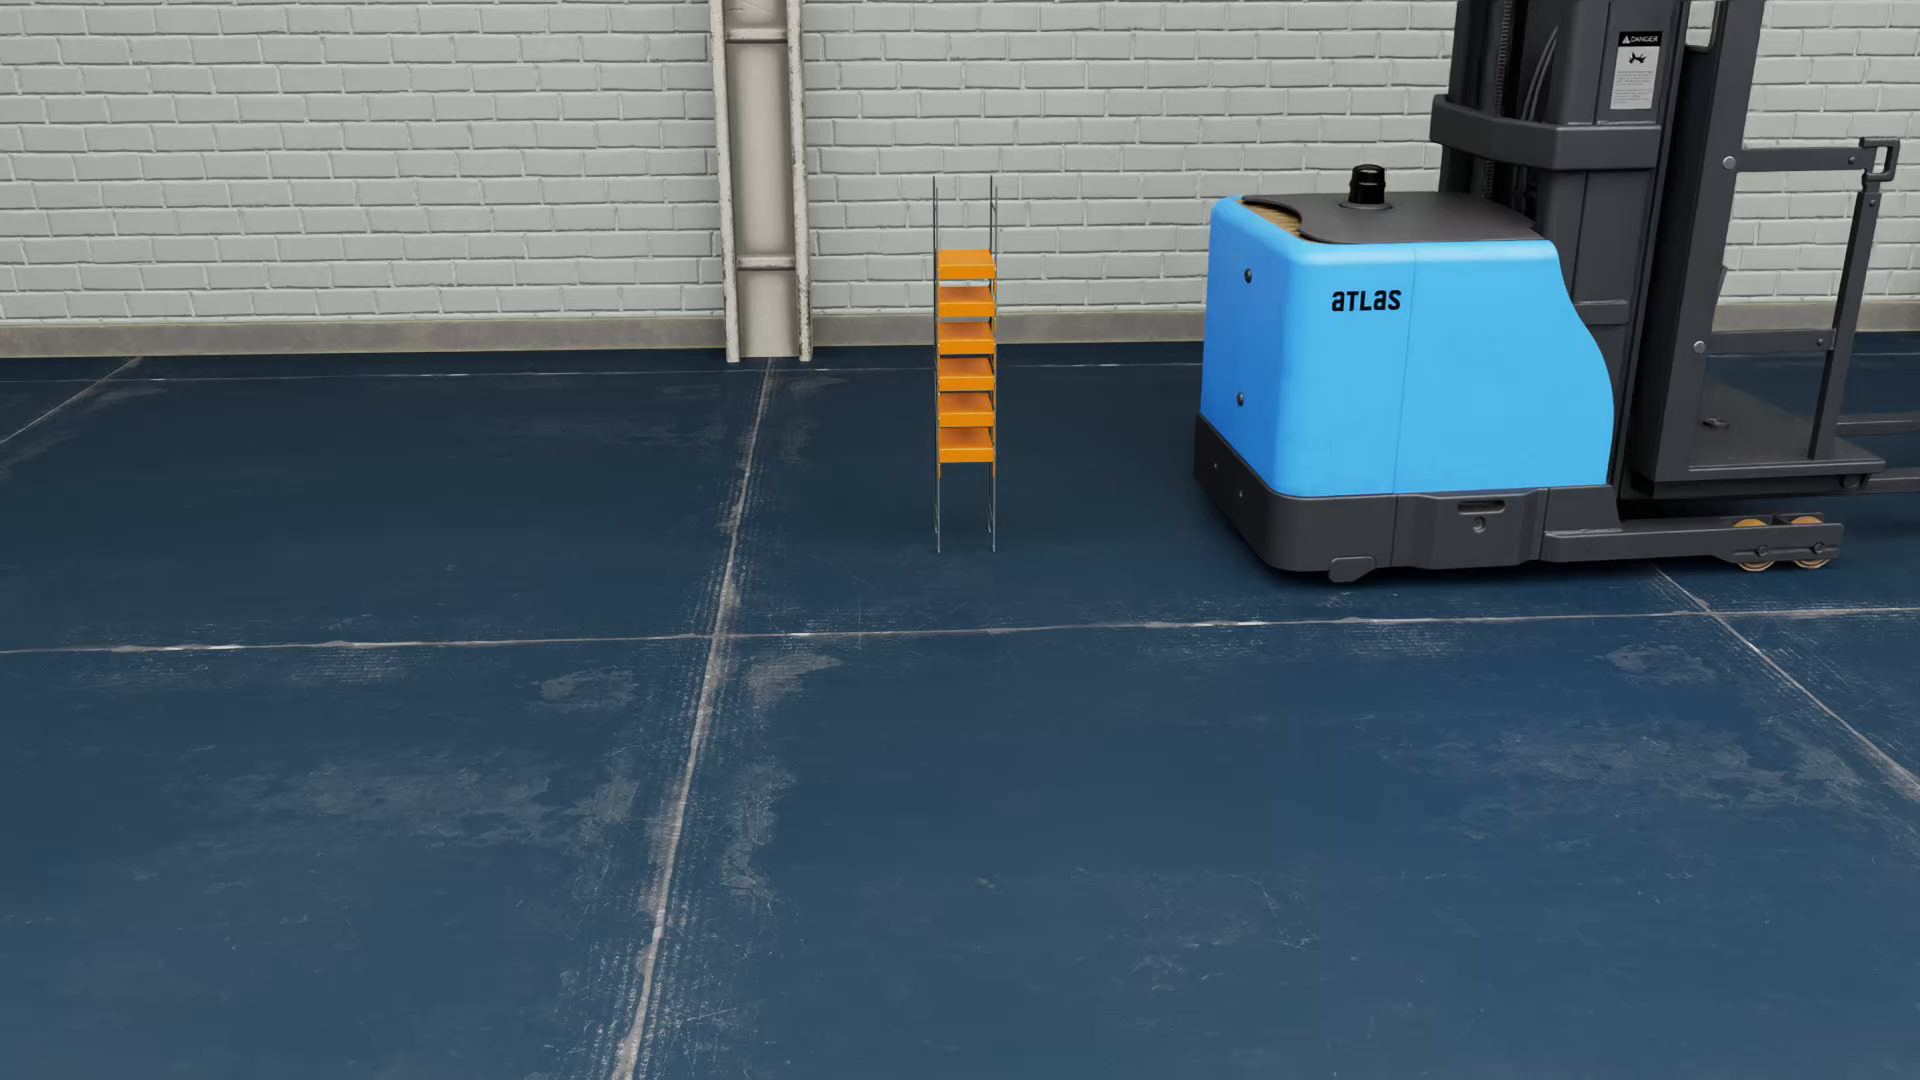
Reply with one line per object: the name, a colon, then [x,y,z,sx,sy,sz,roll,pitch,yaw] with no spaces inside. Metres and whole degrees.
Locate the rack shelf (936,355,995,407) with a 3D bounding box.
rack shelf: [0.014,-0.520,5.424,0.180,0.103,0.258,-1,21,-3]

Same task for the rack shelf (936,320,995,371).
rack shelf: [0.014,-0.632,5.381,0.180,0.103,0.258,-1,21,-3]

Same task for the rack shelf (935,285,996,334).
rack shelf: [0.014,-0.744,5.339,0.180,0.103,0.258,-1,21,-3]

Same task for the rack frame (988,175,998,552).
rack frame: [0.106,-0.563,5.413,0.006,1.200,0.240,-1,21,-3]

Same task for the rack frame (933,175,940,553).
rack frame: [-0.077,-0.559,5.403,0.006,1.200,0.240,-1,21,-3]

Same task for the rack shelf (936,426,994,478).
rack shelf: [0.014,-0.295,5.509,0.180,0.103,0.258,-1,21,-3]

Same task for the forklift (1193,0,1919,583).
forklift: [2.403,-1.452,5.317,3.031,2.935,1.130,-3,21,-7]

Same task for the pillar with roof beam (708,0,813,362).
pillar with roof beam: [-0.661,-3.571,2.354,0.400,9.000,9.100,-1,21,-3]

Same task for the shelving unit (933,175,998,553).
shelving unit: [0.014,-0.561,5.408,0.189,1.200,0.258,-1,21,-3]

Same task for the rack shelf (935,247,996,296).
rack shelf: [0.014,-0.856,5.296,0.180,0.103,0.258,-1,21,-3]

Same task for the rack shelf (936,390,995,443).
rack shelf: [0.014,-0.407,5.467,0.180,0.103,0.258,-1,21,-3]
